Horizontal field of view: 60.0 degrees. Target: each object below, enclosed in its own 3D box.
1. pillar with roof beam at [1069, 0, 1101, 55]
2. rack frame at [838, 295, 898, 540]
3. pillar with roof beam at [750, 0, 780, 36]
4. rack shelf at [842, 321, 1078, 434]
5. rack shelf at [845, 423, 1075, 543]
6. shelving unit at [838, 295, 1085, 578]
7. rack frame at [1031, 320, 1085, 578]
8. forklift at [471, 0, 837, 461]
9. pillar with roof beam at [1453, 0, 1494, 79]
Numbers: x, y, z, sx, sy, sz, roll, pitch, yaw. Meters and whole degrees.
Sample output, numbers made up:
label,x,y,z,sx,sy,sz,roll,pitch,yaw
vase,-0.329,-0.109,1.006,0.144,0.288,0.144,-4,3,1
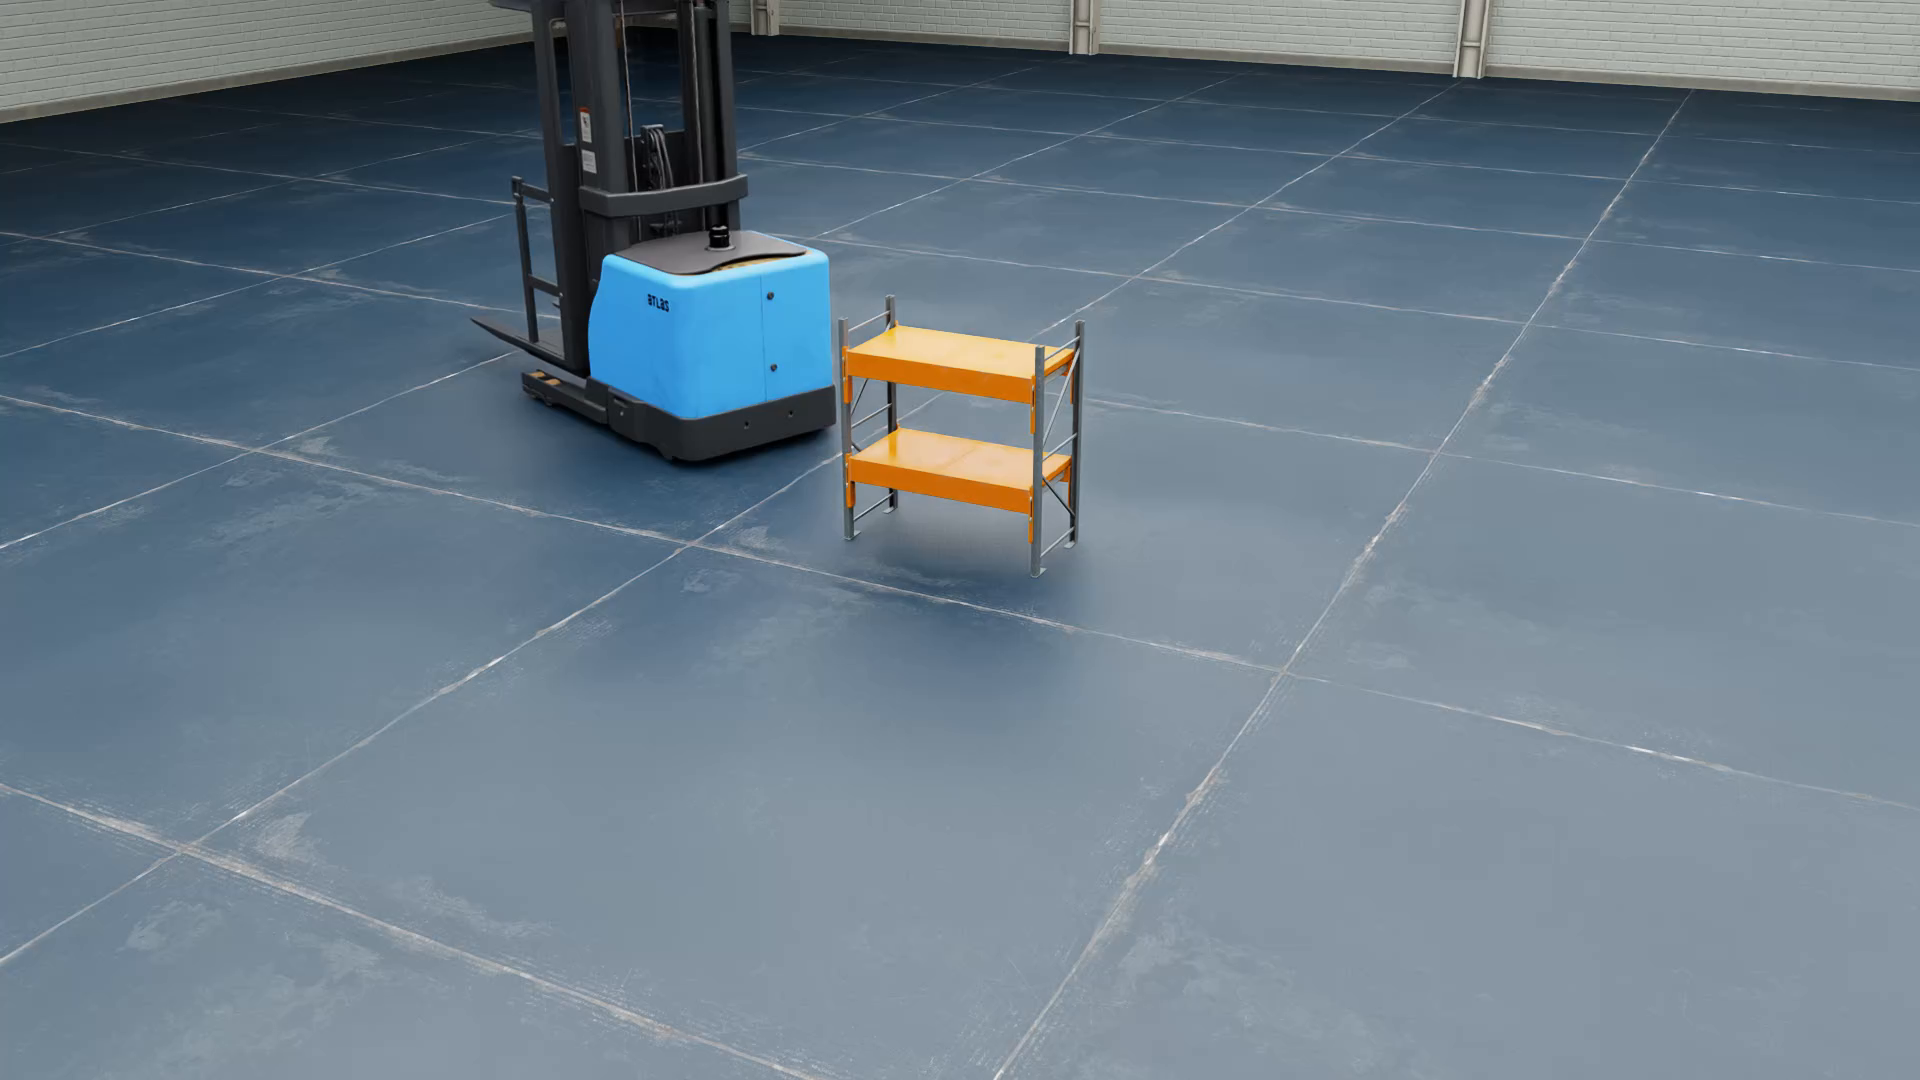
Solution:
label,x,y,z,sx,sy,sz,roll,pitch,yaw
pillar with roof beam,0.031,-10.374,21.146,0.400,9.000,9.100,11,25,25
rack frame,-0.448,-0.606,8.238,0.032,1.125,0.500,11,25,25
pillar with roof beam,-5.324,-11.434,23.637,0.400,9.000,9.100,11,25,25
rack shelf,0.006,-0.786,7.913,1.000,0.278,0.538,11,25,25
rack shelf,0.006,-0.291,8.123,1.000,0.278,0.538,11,25,25
shelving unit,0.006,-0.516,8.027,1.048,1.125,0.538,11,25,25
rack frame,0.460,-0.427,7.816,0.032,1.125,0.500,11,25,25
forklift,-2.060,-2.280,9.866,1.130,2.935,3.031,-19,29,-37
pillar with roof beam,5.386,-9.315,18.655,0.400,9.000,9.100,11,25,25
